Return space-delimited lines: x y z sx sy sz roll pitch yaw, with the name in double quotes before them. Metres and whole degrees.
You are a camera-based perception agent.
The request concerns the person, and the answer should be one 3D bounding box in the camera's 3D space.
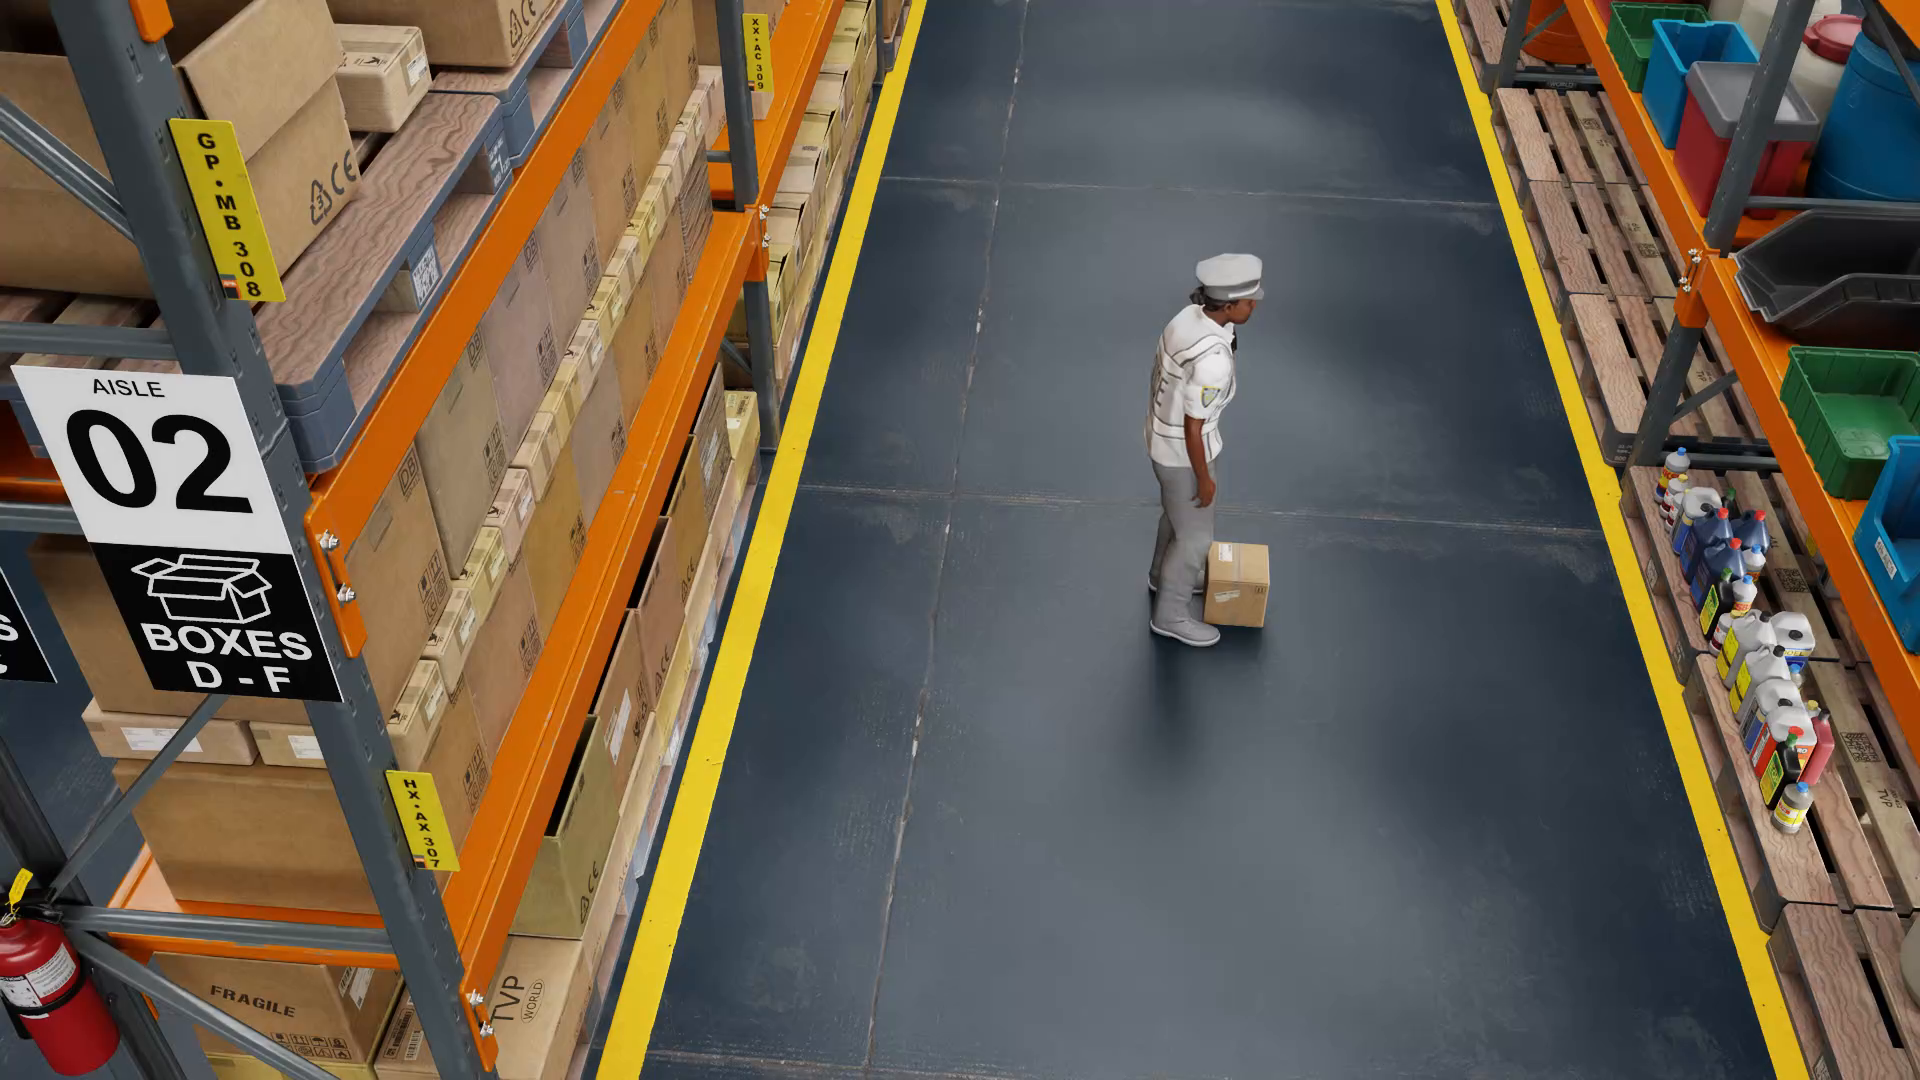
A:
"person" 0.927 -0.357 6.578 0.398 1.659 0.529 1 40 1
